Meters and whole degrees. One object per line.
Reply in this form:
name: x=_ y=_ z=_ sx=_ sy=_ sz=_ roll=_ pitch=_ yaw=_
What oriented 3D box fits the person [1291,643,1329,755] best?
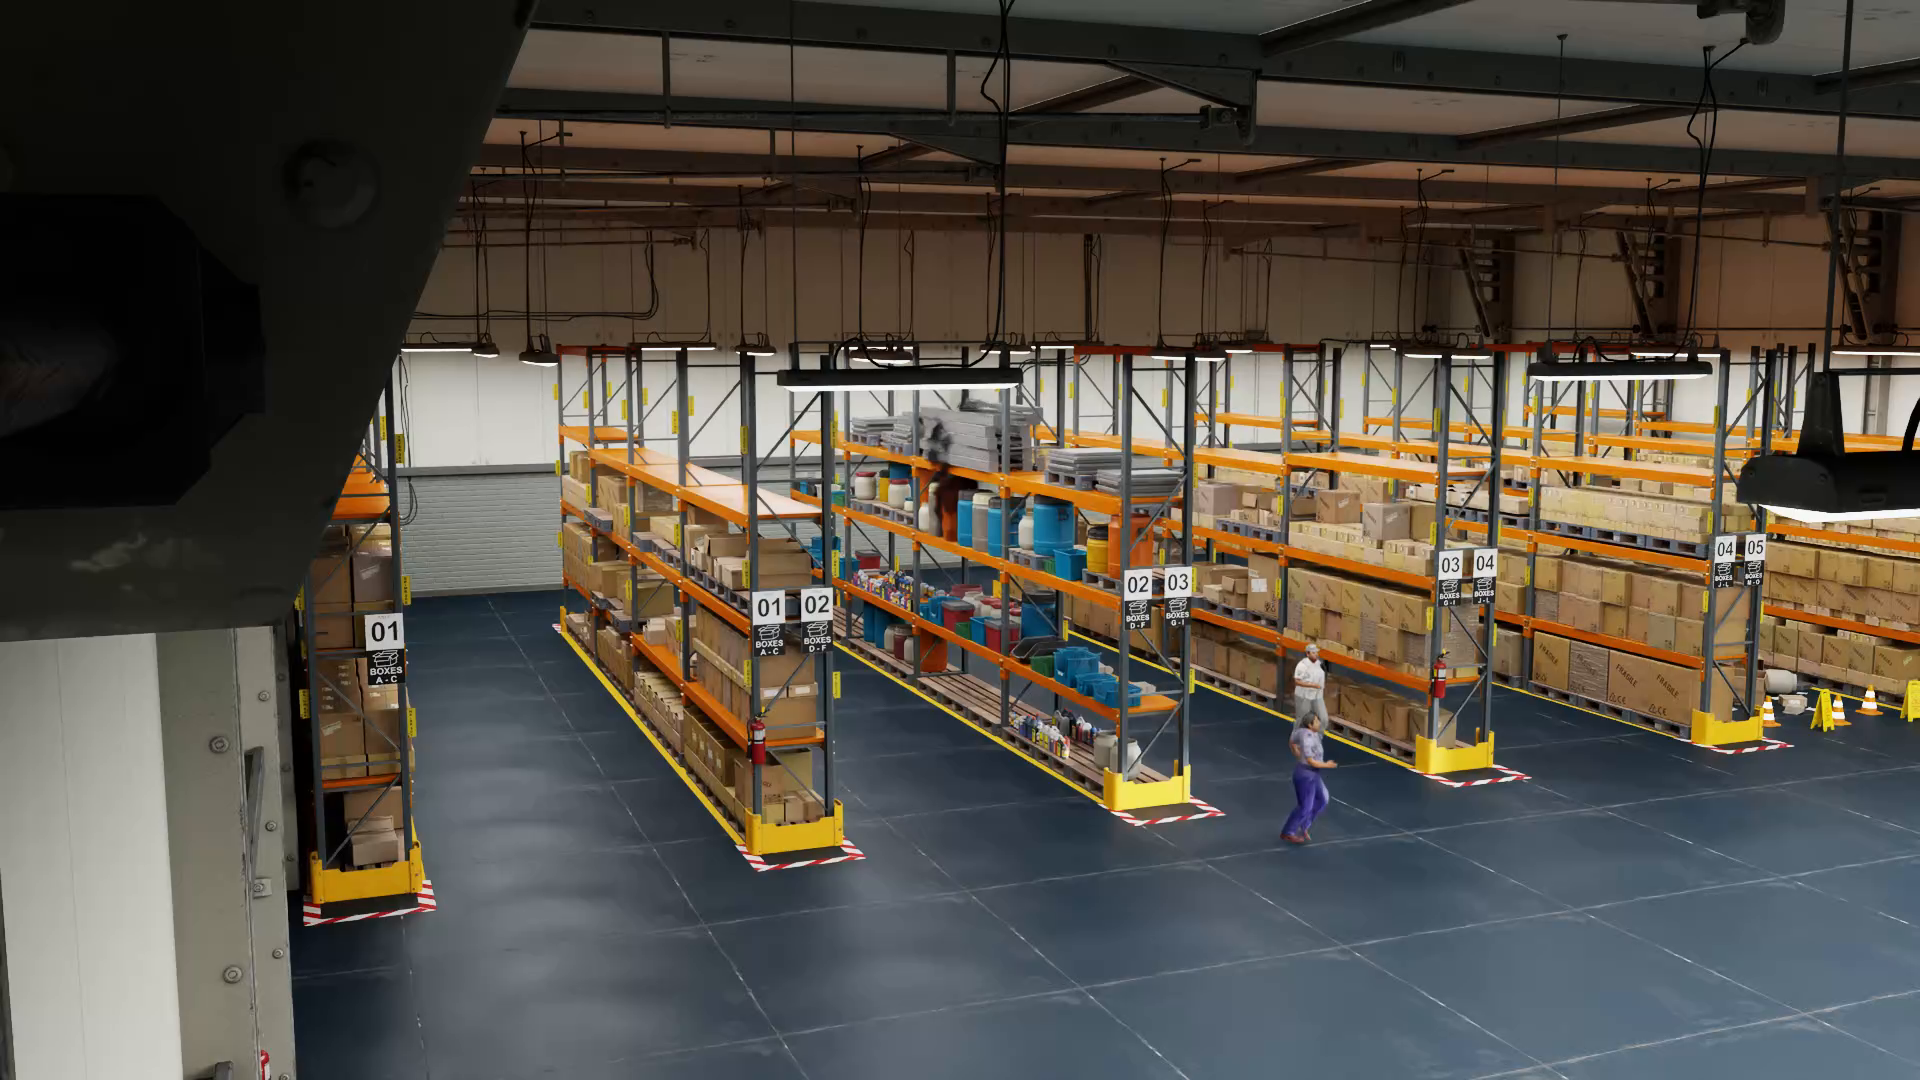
person: x=5.211 y=2.386 z=24.805 sx=0.592 sy=1.718 sz=0.725 roll=-3 pitch=8 yaw=-25

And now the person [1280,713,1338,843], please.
person: x=4.305 y=2.941 z=20.507 sx=0.671 sy=1.668 sz=0.627 roll=1 pitch=7 yaw=10
